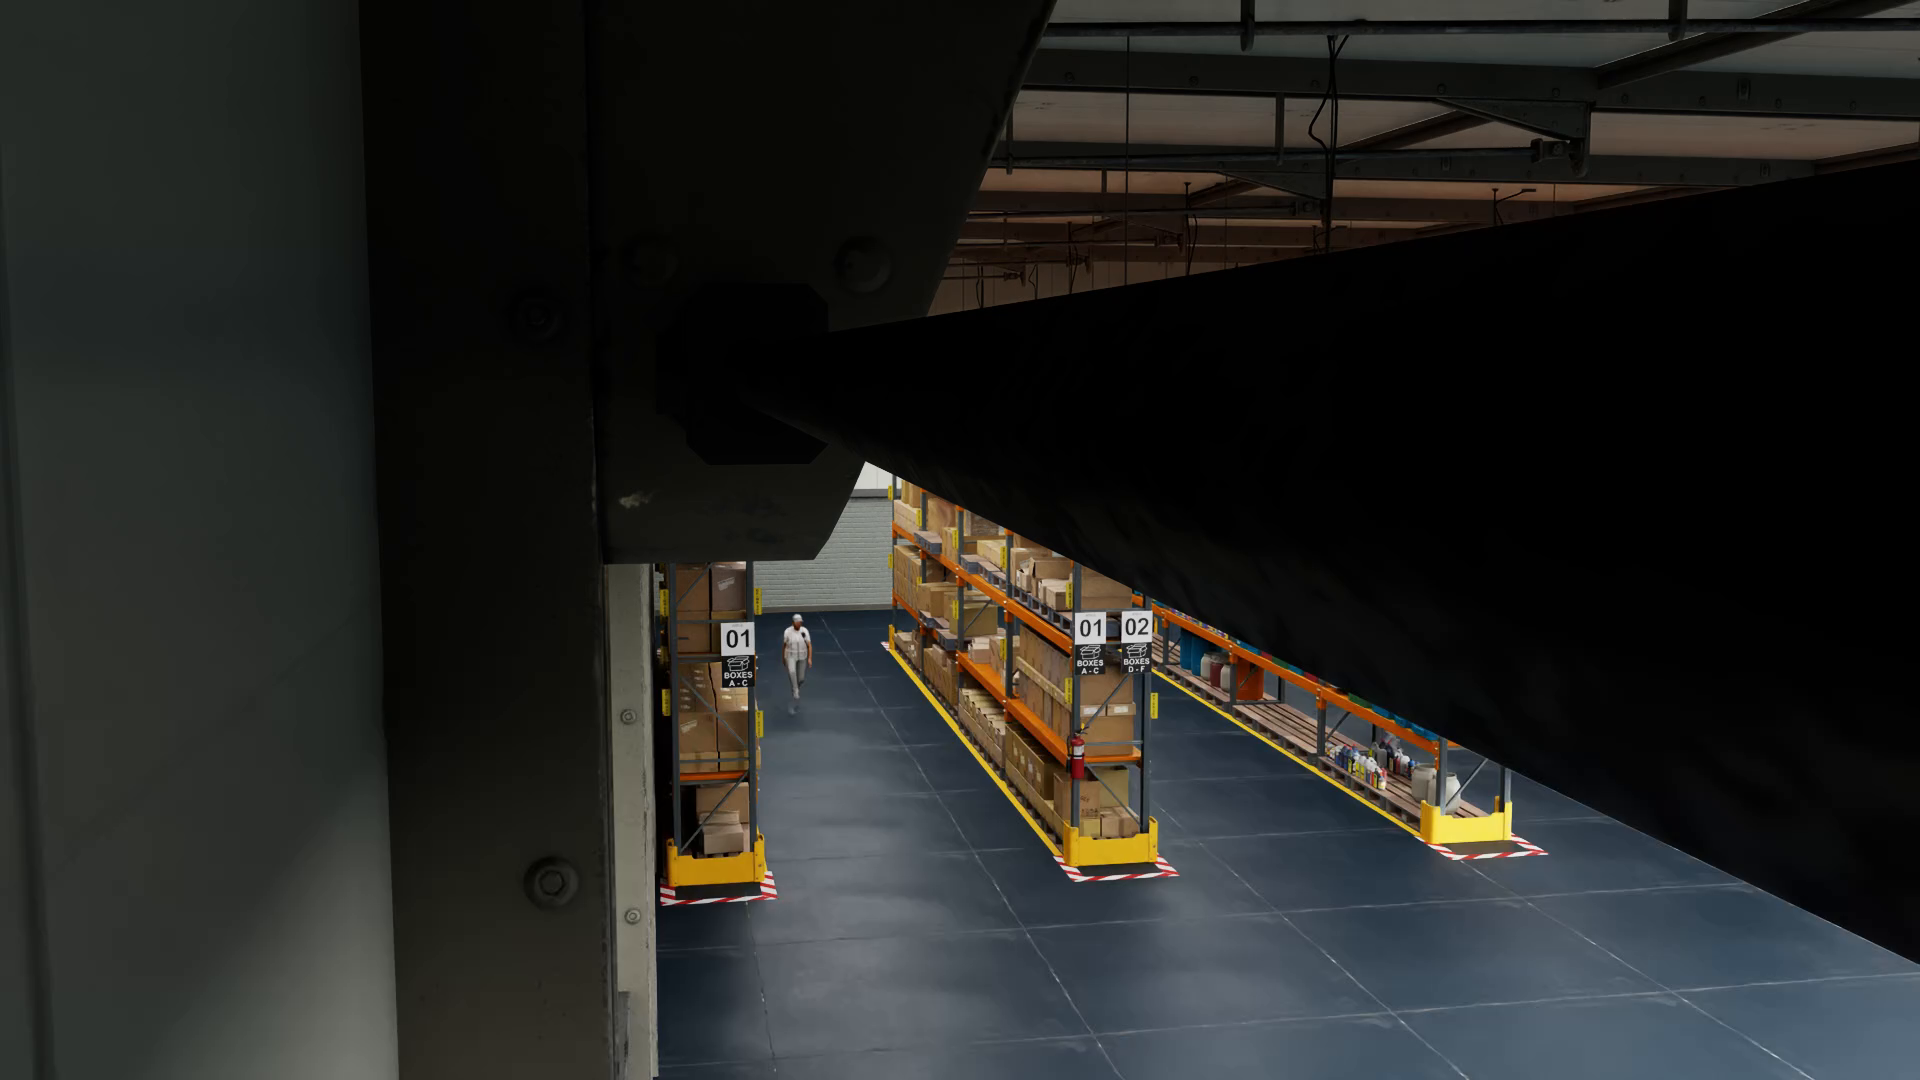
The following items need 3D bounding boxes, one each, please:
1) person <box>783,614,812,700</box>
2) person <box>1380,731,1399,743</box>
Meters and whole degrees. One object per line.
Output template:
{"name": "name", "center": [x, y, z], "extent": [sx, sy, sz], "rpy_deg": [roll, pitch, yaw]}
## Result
{"name": "person", "center": [-2.923, 2.080, 29.959], "extent": [0.508, 1.500, 1.054], "rpy_deg": [-2, 7, -20]}
{"name": "person", "center": [6.973, 2.542, 27.383], "extent": [0.512, 1.683, 0.473], "rpy_deg": [0, 6, -2]}
